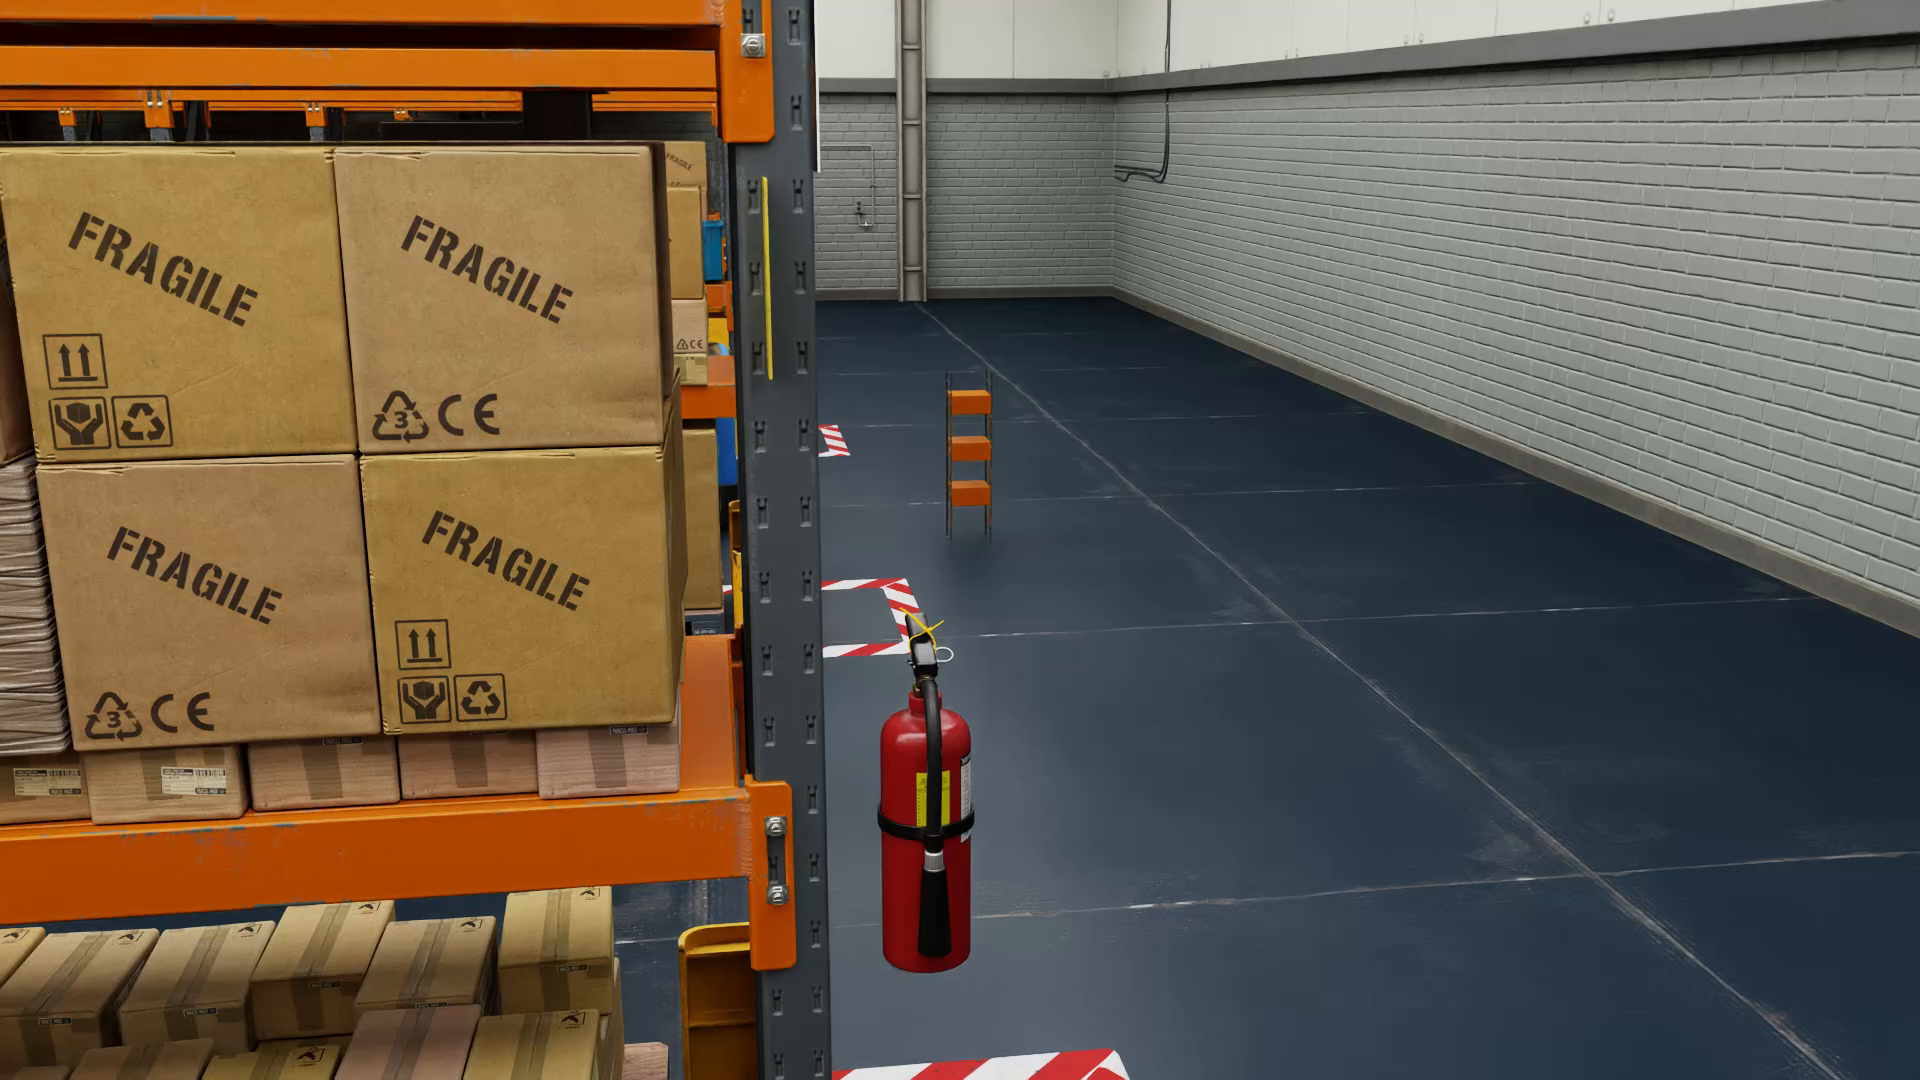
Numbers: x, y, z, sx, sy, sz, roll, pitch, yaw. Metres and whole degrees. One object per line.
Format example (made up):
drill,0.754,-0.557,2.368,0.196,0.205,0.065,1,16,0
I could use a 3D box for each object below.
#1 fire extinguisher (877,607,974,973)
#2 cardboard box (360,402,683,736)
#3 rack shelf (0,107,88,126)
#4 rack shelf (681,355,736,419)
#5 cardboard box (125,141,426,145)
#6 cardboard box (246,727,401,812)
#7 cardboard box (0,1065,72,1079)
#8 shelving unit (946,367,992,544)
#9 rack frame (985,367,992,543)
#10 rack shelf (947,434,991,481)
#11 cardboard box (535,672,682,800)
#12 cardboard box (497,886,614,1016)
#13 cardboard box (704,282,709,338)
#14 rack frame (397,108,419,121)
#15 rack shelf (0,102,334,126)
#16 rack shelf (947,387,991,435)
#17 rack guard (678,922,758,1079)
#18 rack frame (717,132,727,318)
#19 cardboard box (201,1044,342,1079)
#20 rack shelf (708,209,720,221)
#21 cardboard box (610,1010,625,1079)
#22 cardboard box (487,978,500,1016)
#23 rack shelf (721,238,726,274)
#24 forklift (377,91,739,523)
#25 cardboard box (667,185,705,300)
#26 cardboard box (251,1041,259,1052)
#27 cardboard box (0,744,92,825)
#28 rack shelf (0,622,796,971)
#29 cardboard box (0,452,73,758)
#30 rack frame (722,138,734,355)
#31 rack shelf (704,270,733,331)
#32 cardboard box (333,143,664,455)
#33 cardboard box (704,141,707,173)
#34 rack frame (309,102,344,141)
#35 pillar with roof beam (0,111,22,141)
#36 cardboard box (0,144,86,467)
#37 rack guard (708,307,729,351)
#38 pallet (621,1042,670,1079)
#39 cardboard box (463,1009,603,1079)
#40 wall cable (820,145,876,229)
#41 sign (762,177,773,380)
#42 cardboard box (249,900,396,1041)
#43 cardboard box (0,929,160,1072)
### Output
fire extinguisher,-0.064,0.468,3.114,0.183,0.674,0.296,-2,14,-8
cardboard box,-0.788,0.033,3.105,0.500,0.500,0.500,-2,14,-7
rack shelf,-13.123,-5.367,20.768,4.000,0.370,1.077,-2,14,-8
rack shelf,-2.998,-0.627,8.036,4.000,0.370,1.077,-2,14,-8
cardboard box,-1.363,-0.558,3.406,0.500,0.500,0.500,-2,14,-7
cardboard box,-1.159,0.362,3.127,0.250,0.149,0.380,-2,14,-9
cardboard box,-1.885,1.171,3.160,0.250,0.149,0.380,-2,14,-6
shelving unit,0.053,-0.511,10.102,0.252,1.050,0.215,-2,14,-8
rack frame,0.174,-0.516,10.119,0.008,1.050,0.200,-2,14,-8
rack shelf,0.053,-0.501,10.104,0.240,0.259,0.215,-2,14,-8
cardboard box,-0.662,0.350,3.178,0.250,0.149,0.380,-2,14,-8
cardboard box,-0.951,0.976,3.939,0.250,0.149,0.380,-3,14,-11
cardboard box,-1.536,-1.168,8.409,0.500,0.250,0.500,-2,14,-10
rack frame,-7.190,-4.478,21.912,0.127,3.000,1.000,-2,14,-8
rack shelf,-8.426,-4.320,16.595,4.000,0.370,1.077,-2,14,-8
rack shelf,0.053,-0.776,10.035,0.240,0.259,0.215,-2,14,-8
rack guard,-0.457,1.363,3.759,0.348,0.500,1.175,-2,14,-8
rack frame,-2.493,-3.432,17.740,0.127,3.000,1.000,-2,14,-8
cardboard box,-1.362,1.154,3.229,0.250,0.149,0.380,-2,14,-10
rack shelf,-5.212,-4.202,22.289,4.000,0.370,1.077,-2,14,-8
cardboard box,-0.948,1.269,3.993,0.250,0.149,0.380,-2,14,-7
cardboard box,-1.217,1.136,3.910,0.250,0.149,0.380,-2,14,-9
rack shelf,-4.471,-3.010,17.538,4.000,0.370,1.077,-2,14,-8
forklift,-2.939,-1.518,10.251,3.031,2.935,1.130,-3,14,-10
cardboard box,-1.463,-1.403,7.806,0.500,0.500,0.500,-2,14,-8
cardboard box,-1.716,1.150,3.857,0.250,0.149,0.380,-2,14,-7
cardboard box,-1.673,0.380,3.058,0.250,0.149,0.380,-3,14,-11
rack shelf,-2.359,0.569,3.264,4.000,0.370,1.077,-2,14,-8
cardboard box,-1.798,0.071,2.954,0.500,0.500,0.500,-2,14,-8
rack frame,-1.759,-2.240,12.988,0.127,3.000,1.000,-2,14,-8
rack shelf,-3.736,-1.819,12.787,4.000,0.370,1.077,-2,14,-8
cardboard box,-0.797,-0.453,2.991,0.500,0.500,0.500,-2,14,-9
cardboard box,-2.971,-4.013,17.795,0.500,0.500,0.500,-2,14,-7
rack frame,-6.448,-3.287,17.162,0.127,3.000,1.000,-2,14,-8
pillar with roof beam,-11.918,-6.369,17.117,0.400,9.000,9.100,-2,14,-8
cardboard box,-1.811,-0.414,2.834,0.500,0.500,0.500,-1,14,-5
rack guard,-2.568,-2.217,18.033,0.348,0.500,1.175,-2,14,-8
pallet,-1.266,1.524,3.710,1.213,0.211,1.003,-2,14,-8
cardboard box,-0.868,1.119,3.369,0.250,0.149,0.380,-2,14,-8
wall cable,-2.109,-5.390,23.459,1.851,1.984,0.084,-2,14,-8
sign,-0.319,-0.433,2.751,0.005,0.325,0.100,-2,14,-8
cardboard box,-1.473,0.993,3.870,0.250,0.149,0.380,-2,14,-8
cardboard box,-1.982,1.030,3.724,0.250,0.149,0.380,-2,14,-6
